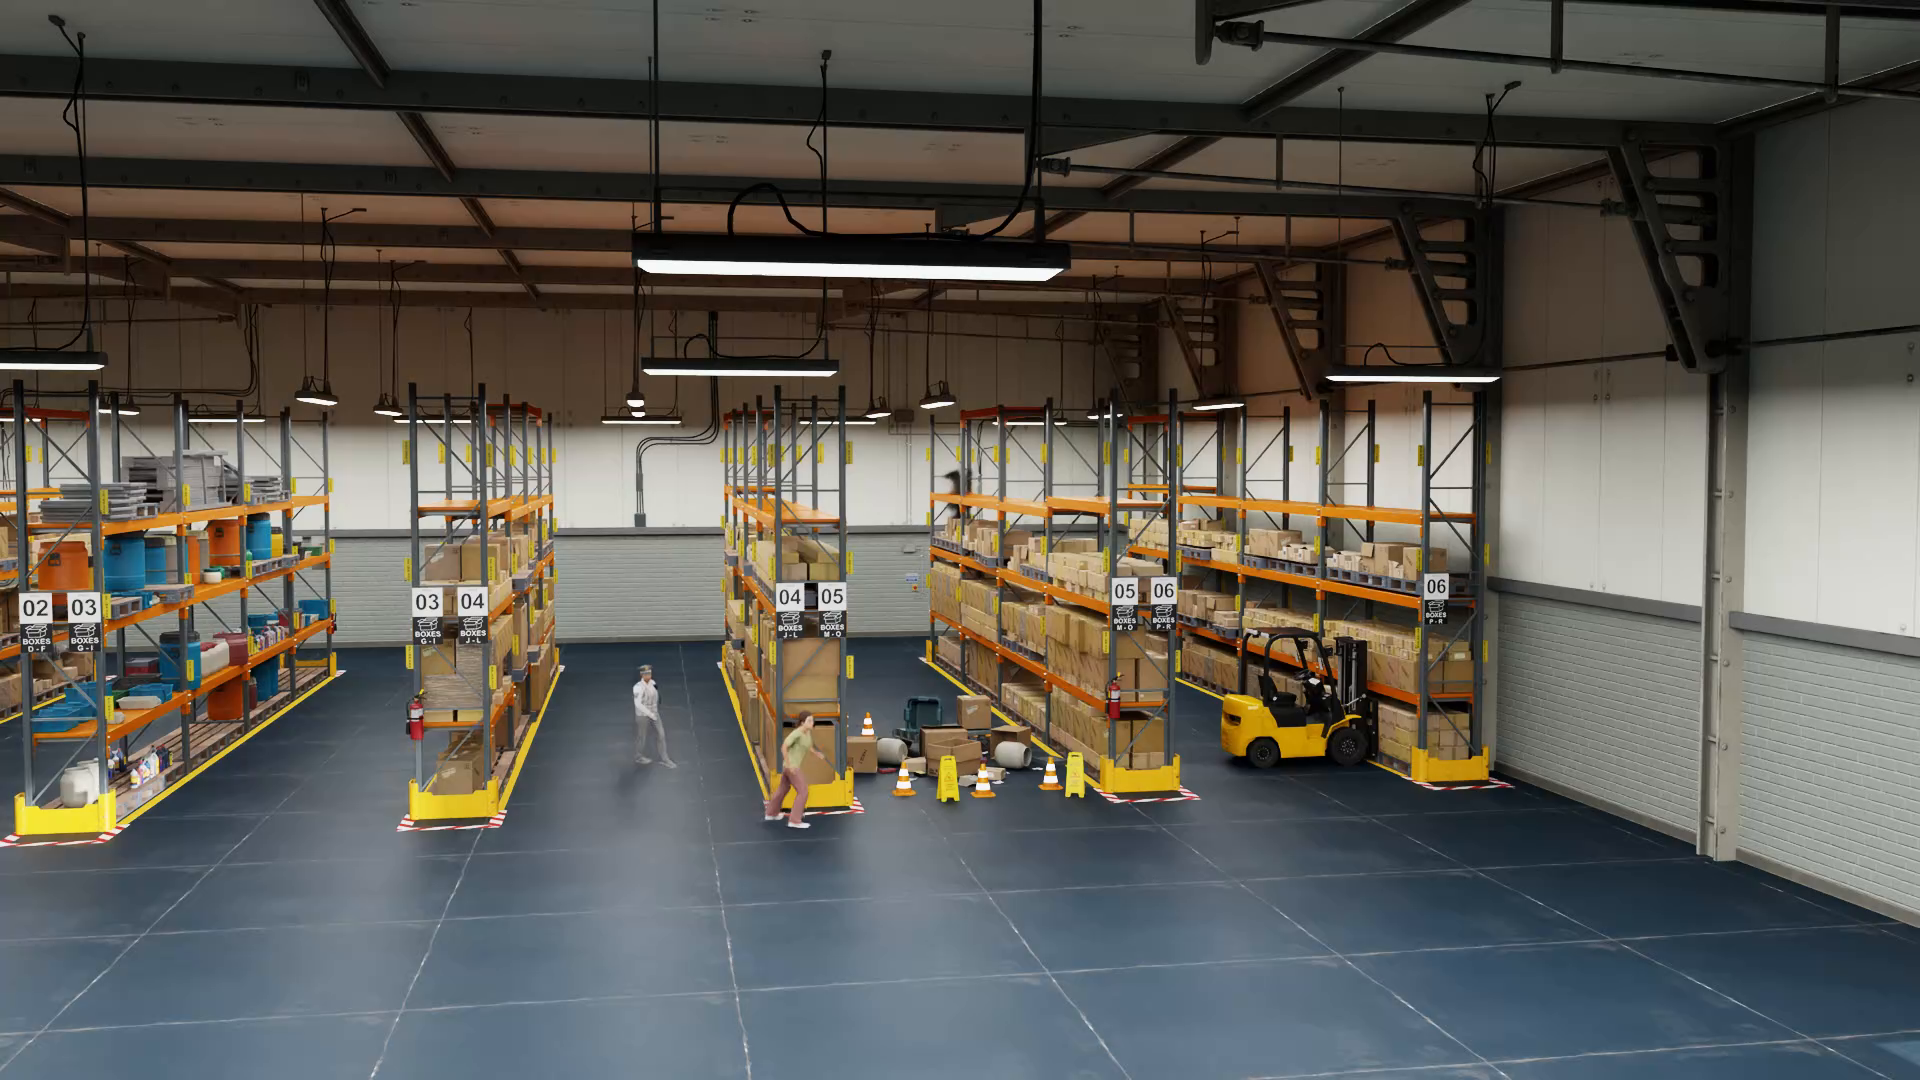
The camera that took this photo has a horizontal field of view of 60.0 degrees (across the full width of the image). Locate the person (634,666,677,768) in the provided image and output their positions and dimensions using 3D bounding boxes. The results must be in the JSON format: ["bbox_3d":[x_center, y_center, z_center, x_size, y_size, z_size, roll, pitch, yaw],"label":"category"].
[{"bbox_3d":[-4.967,2.806,26.554,0.829,1.630,0.554,3,4,43],"label":"person"}]

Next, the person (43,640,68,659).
[{"bbox_3d":[-20.475,2.210,37.724,0.956,1.757,0.675,-1,3,-15],"label":"person"}]

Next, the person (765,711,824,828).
[{"bbox_3d":[-2.251,3.080,22.462,0.838,1.595,0.641,0,3,4],"label":"person"}]
